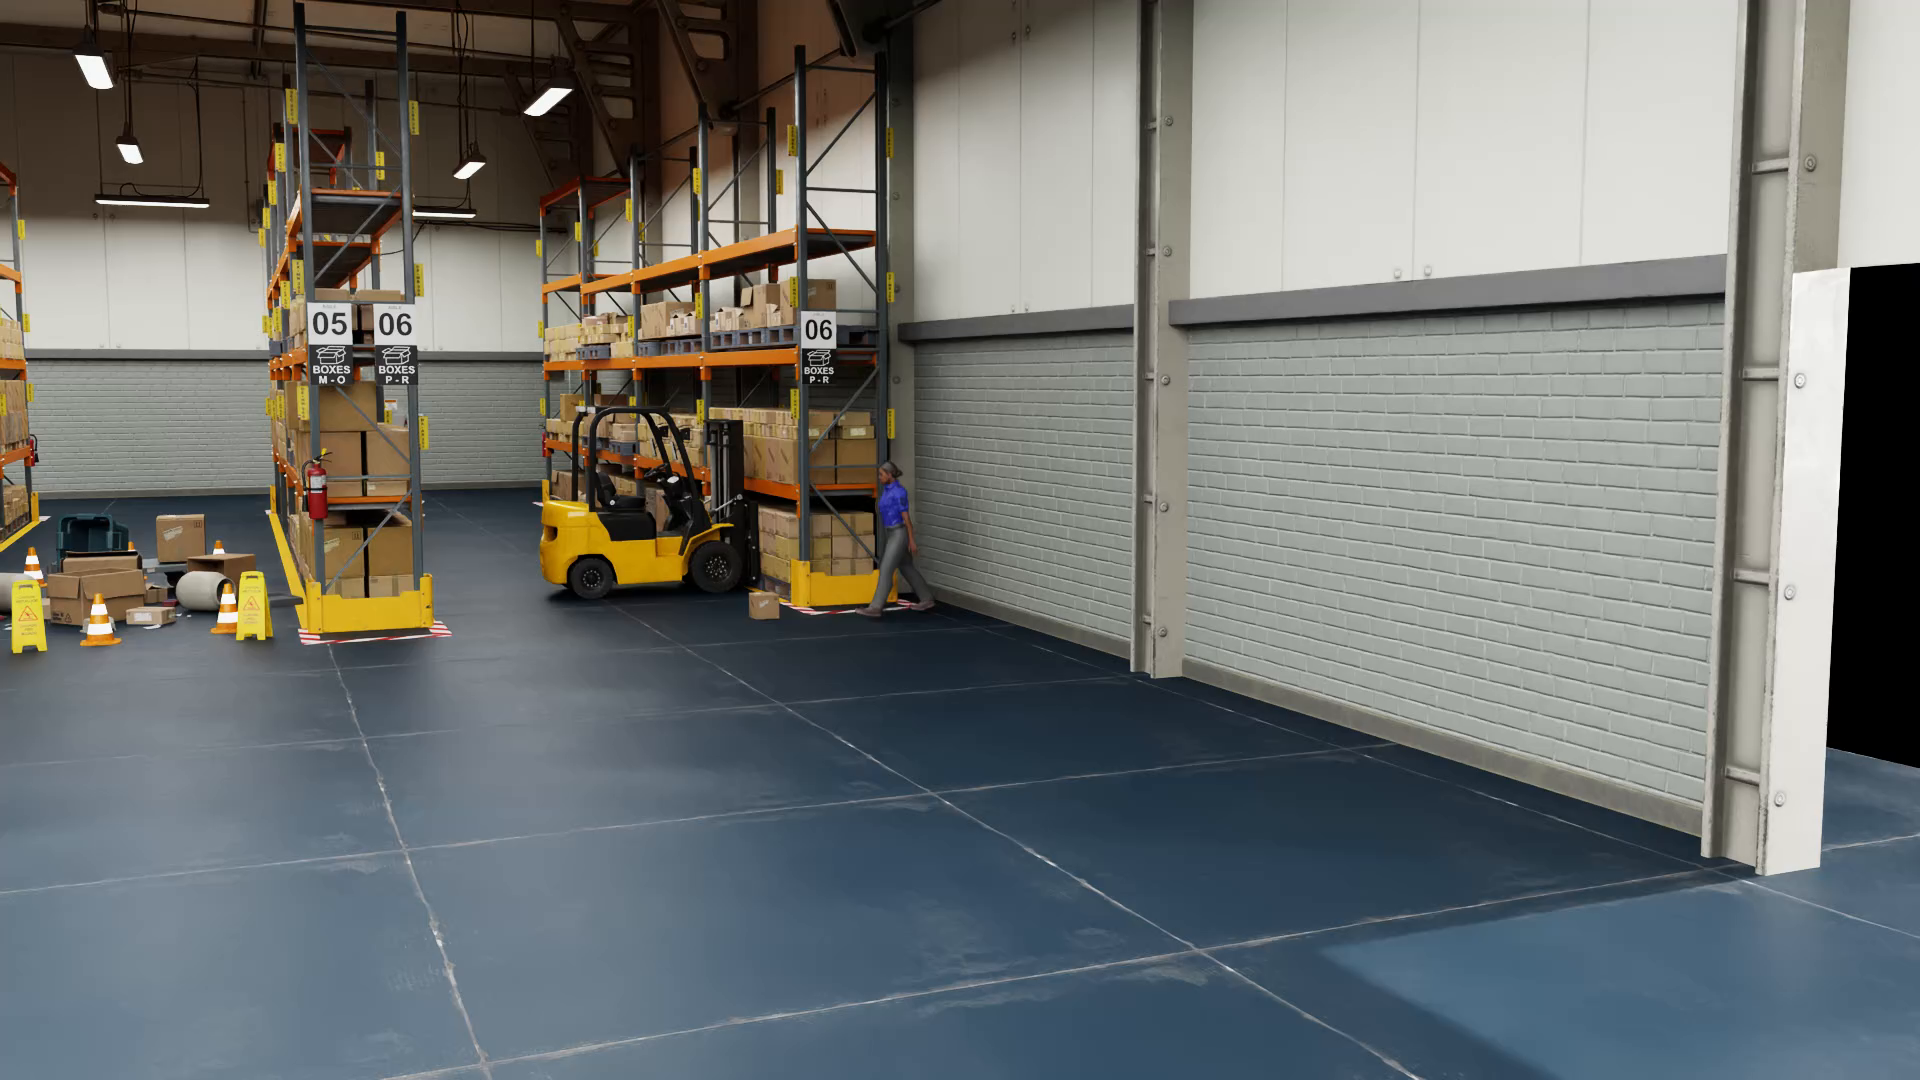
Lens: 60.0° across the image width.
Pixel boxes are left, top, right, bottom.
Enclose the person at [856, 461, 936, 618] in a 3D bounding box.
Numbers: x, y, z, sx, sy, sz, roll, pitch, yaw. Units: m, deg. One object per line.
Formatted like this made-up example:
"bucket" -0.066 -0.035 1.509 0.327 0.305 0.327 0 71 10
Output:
"person" -0.673 -0.020 17.291 0.969 1.605 0.520 -2 6 -20
